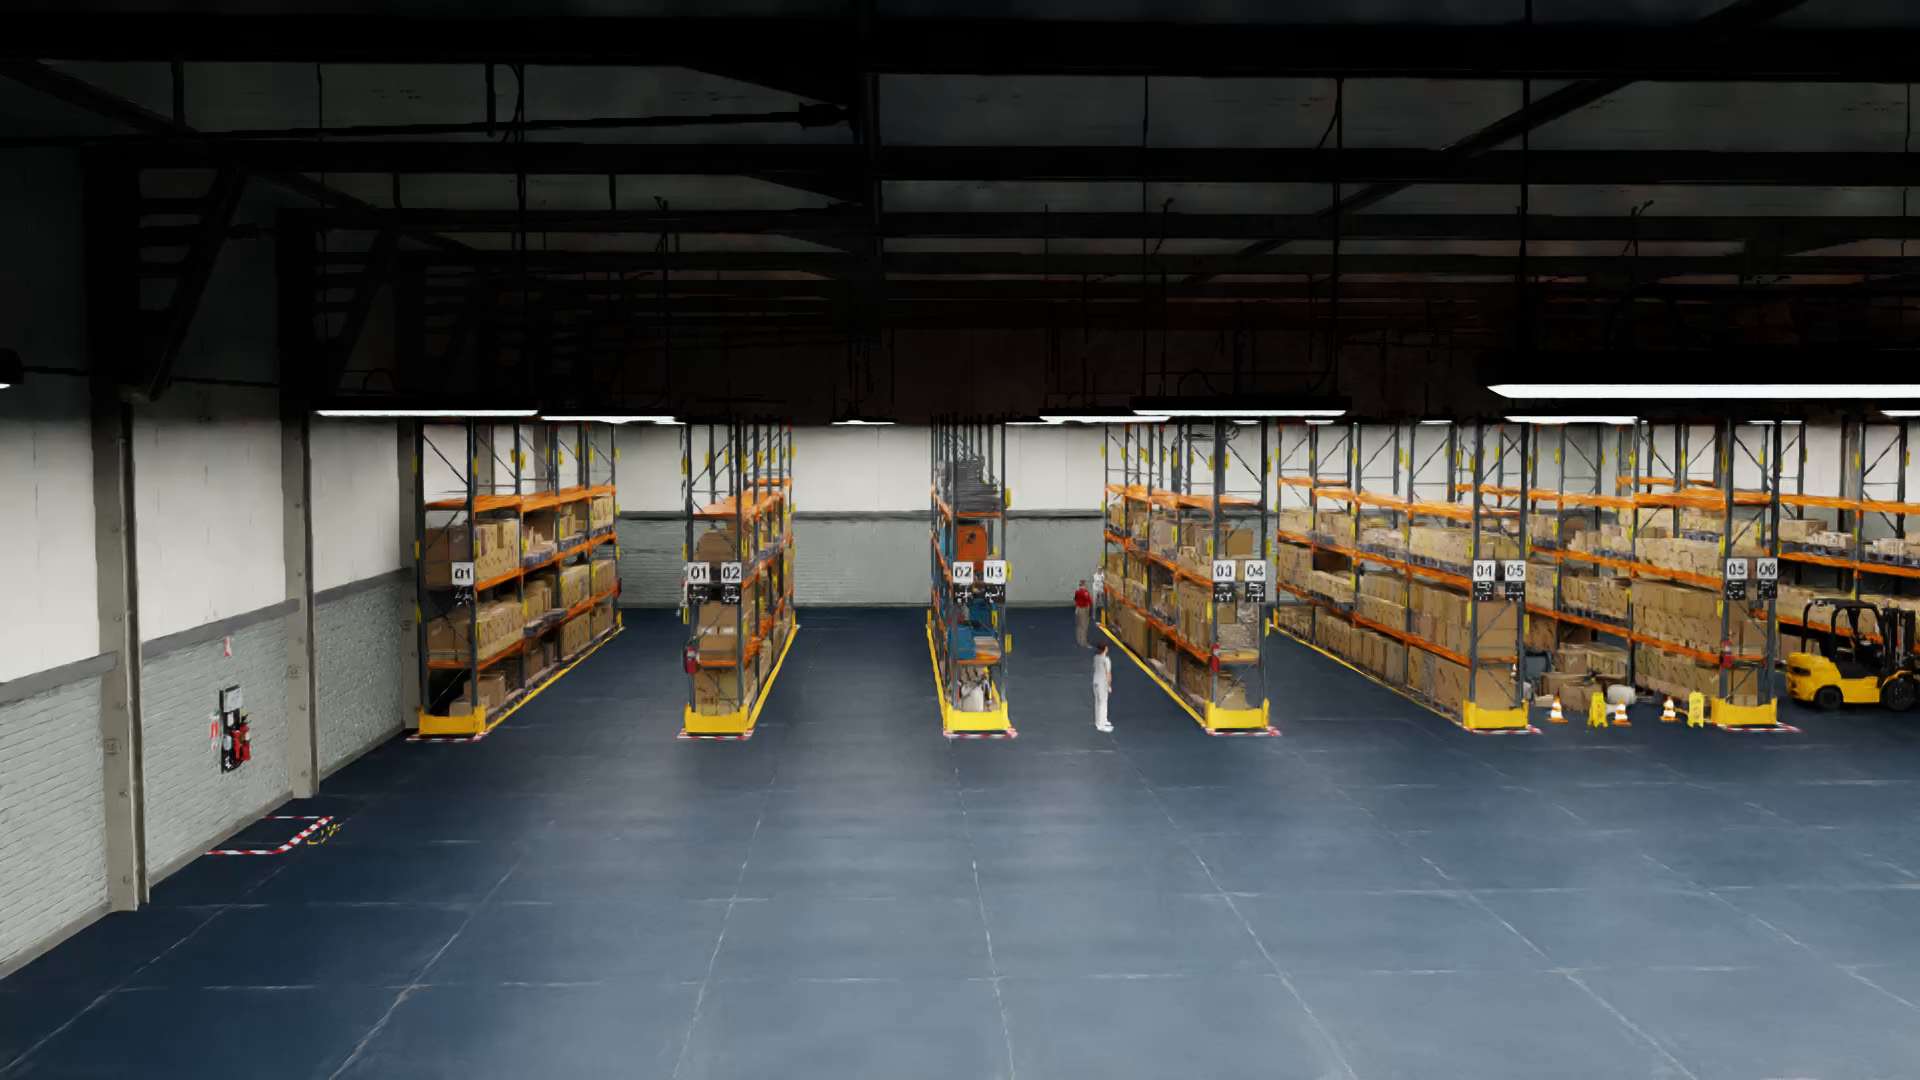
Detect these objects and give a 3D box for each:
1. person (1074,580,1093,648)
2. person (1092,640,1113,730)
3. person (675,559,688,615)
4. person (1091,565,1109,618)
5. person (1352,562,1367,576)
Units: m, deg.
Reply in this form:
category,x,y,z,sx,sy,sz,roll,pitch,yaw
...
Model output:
category,x,y,z,sx,sy,sz,roll,pitch,yaw
person,3.225,1.907,43.202,0.442,1.737,0.595,-3,5,-34
person,2.728,2.729,31.454,0.451,1.677,0.540,-2,5,-31
person,-8.255,1.416,50.070,0.460,1.780,0.704,2,5,32
person,4.216,1.527,49.801,0.519,1.619,0.942,1,4,20
person,12.518,1.333,52.040,0.584,1.709,0.540,3,5,34
